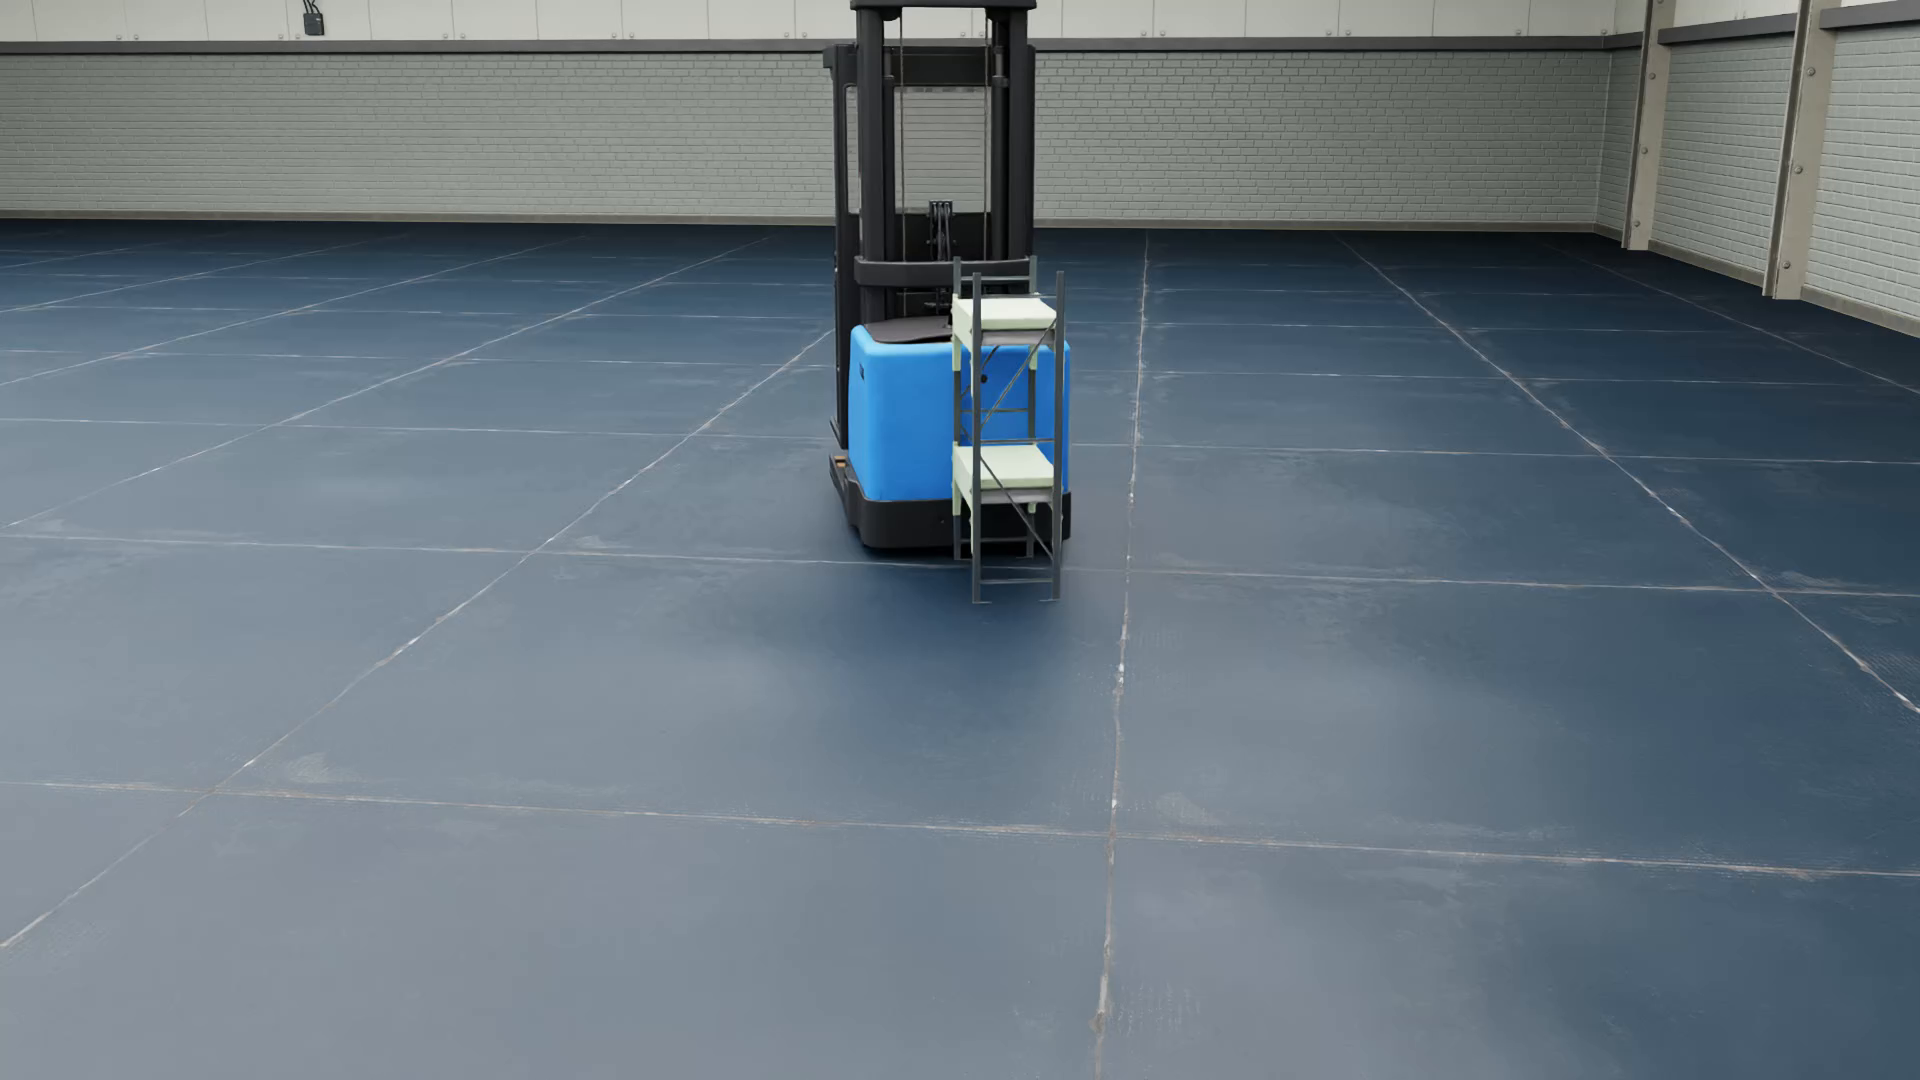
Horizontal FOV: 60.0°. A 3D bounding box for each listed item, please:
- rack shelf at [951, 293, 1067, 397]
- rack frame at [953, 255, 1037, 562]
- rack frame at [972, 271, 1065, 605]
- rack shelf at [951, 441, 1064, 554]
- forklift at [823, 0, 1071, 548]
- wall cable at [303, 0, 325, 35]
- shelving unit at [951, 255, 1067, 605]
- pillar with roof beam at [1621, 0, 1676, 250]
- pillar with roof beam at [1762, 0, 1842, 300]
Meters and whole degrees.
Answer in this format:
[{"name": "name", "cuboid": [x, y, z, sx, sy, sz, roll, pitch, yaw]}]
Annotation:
[{"name": "rack shelf", "cuboid": [0.212, -0.908, 7.651, 0.431, 0.370, 0.720, -2, 15, -7]}, {"name": "rack frame", "cuboid": [0.168, -0.626, 8.103, 0.400, 1.500, 0.023, -2, 15, -7]}, {"name": "rack frame", "cuboid": [0.256, -0.436, 7.402, 0.400, 1.500, 0.023, -2, 15, -7]}, {"name": "rack shelf", "cuboid": [0.212, -0.216, 7.838, 0.431, 0.370, 0.720, -2, 15, -7]}, {"name": "forklift", "cuboid": [-0.177, -1.711, 9.374, 1.130, 2.935, 3.031, -2, 15, -9]}, {"name": "wall cable", "cuboid": [-10.235, -11.660, 28.027, 2.305, 6.003, 0.169, 2, 15, 6]}, {"name": "shelving unit", "cuboid": [0.212, -0.531, 7.753, 0.431, 1.500, 0.755, -2, 15, -7]}, {"name": "pillar with roof beam", "cuboid": [5.709, -8.776, 23.876, 9.100, 9.000, 0.400, 2, 15, 6]}, {"name": "pillar with roof beam", "cuboid": [5.032, -7.219, 18.121, 9.100, 9.000, 0.400, 2, 15, 6]}]
